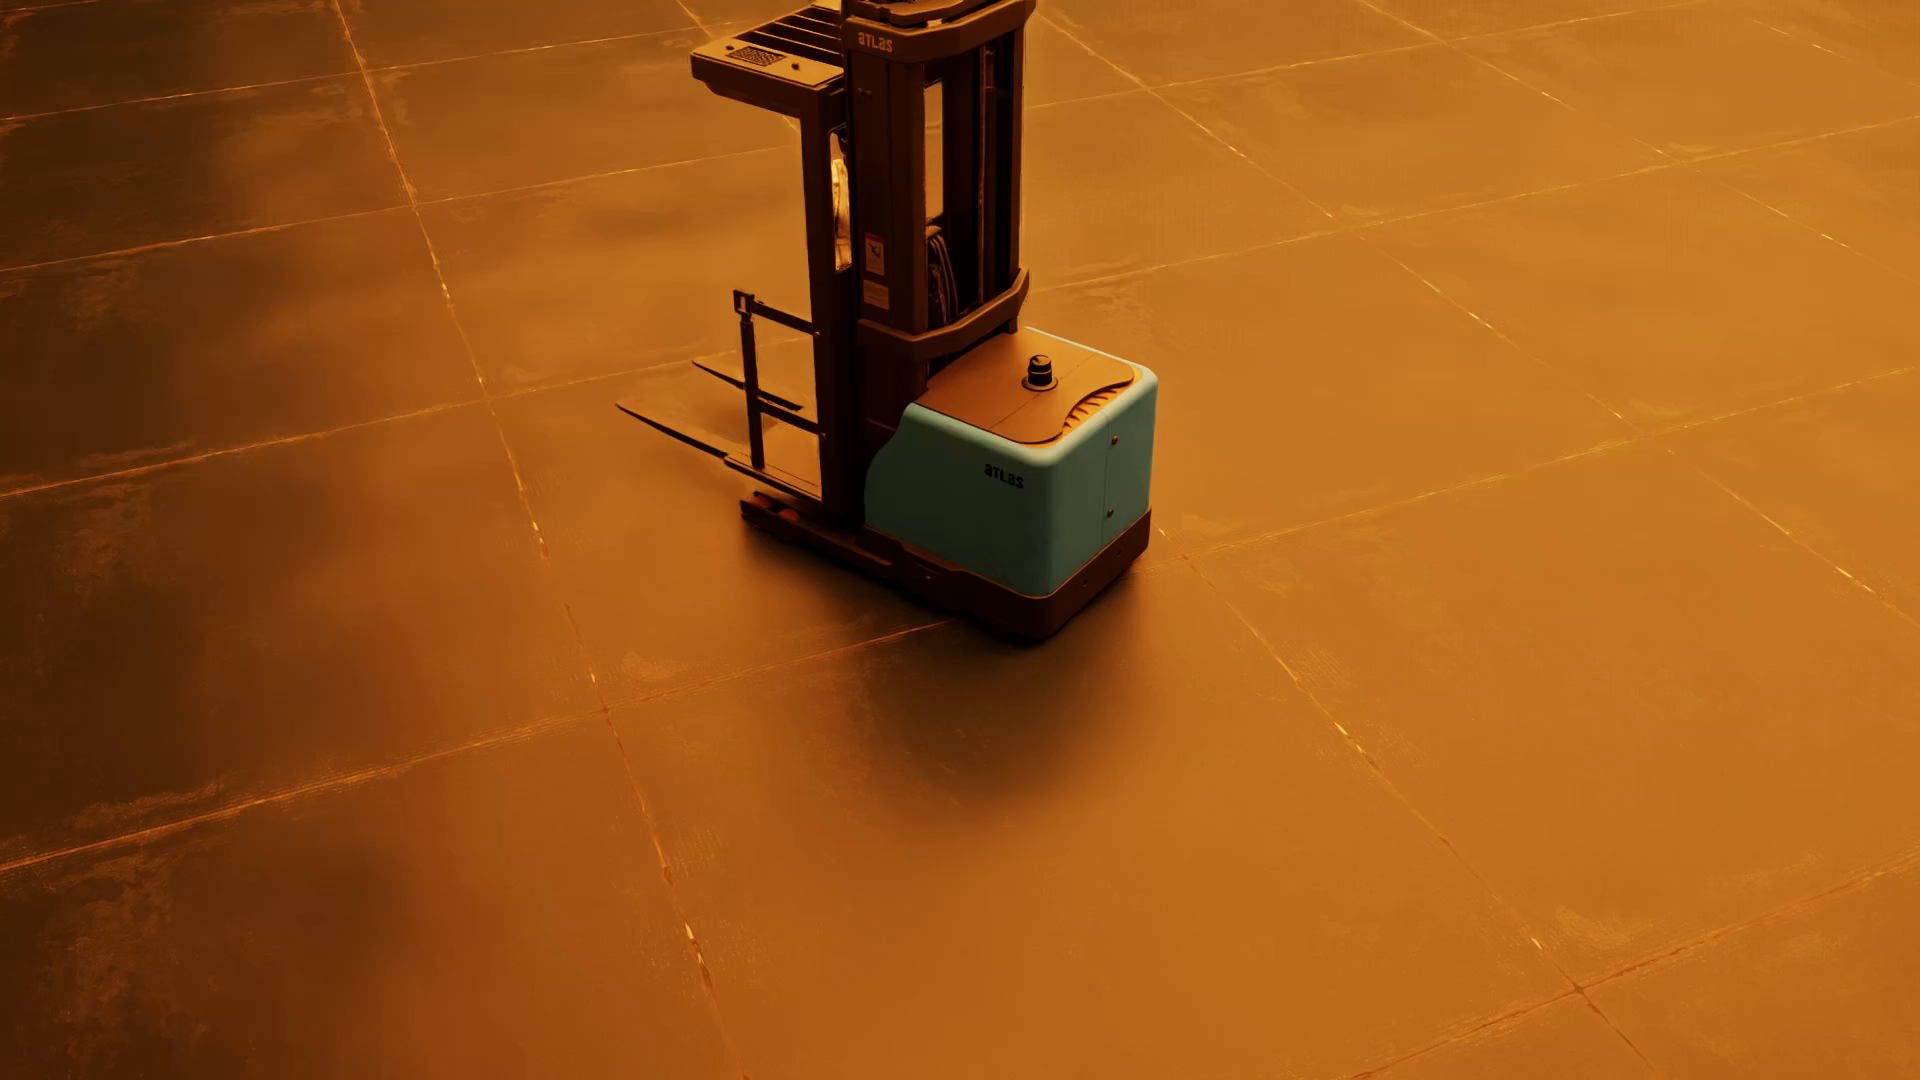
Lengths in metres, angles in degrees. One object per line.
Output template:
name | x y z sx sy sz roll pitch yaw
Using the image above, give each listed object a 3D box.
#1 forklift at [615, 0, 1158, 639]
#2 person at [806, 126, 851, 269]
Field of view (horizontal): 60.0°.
forklift | -0.526 -1.413 8.085 3.031 2.935 1.130 23 42 29
person | -0.572 -1.499 9.222 0.566 1.696 0.496 -11 37 -15
